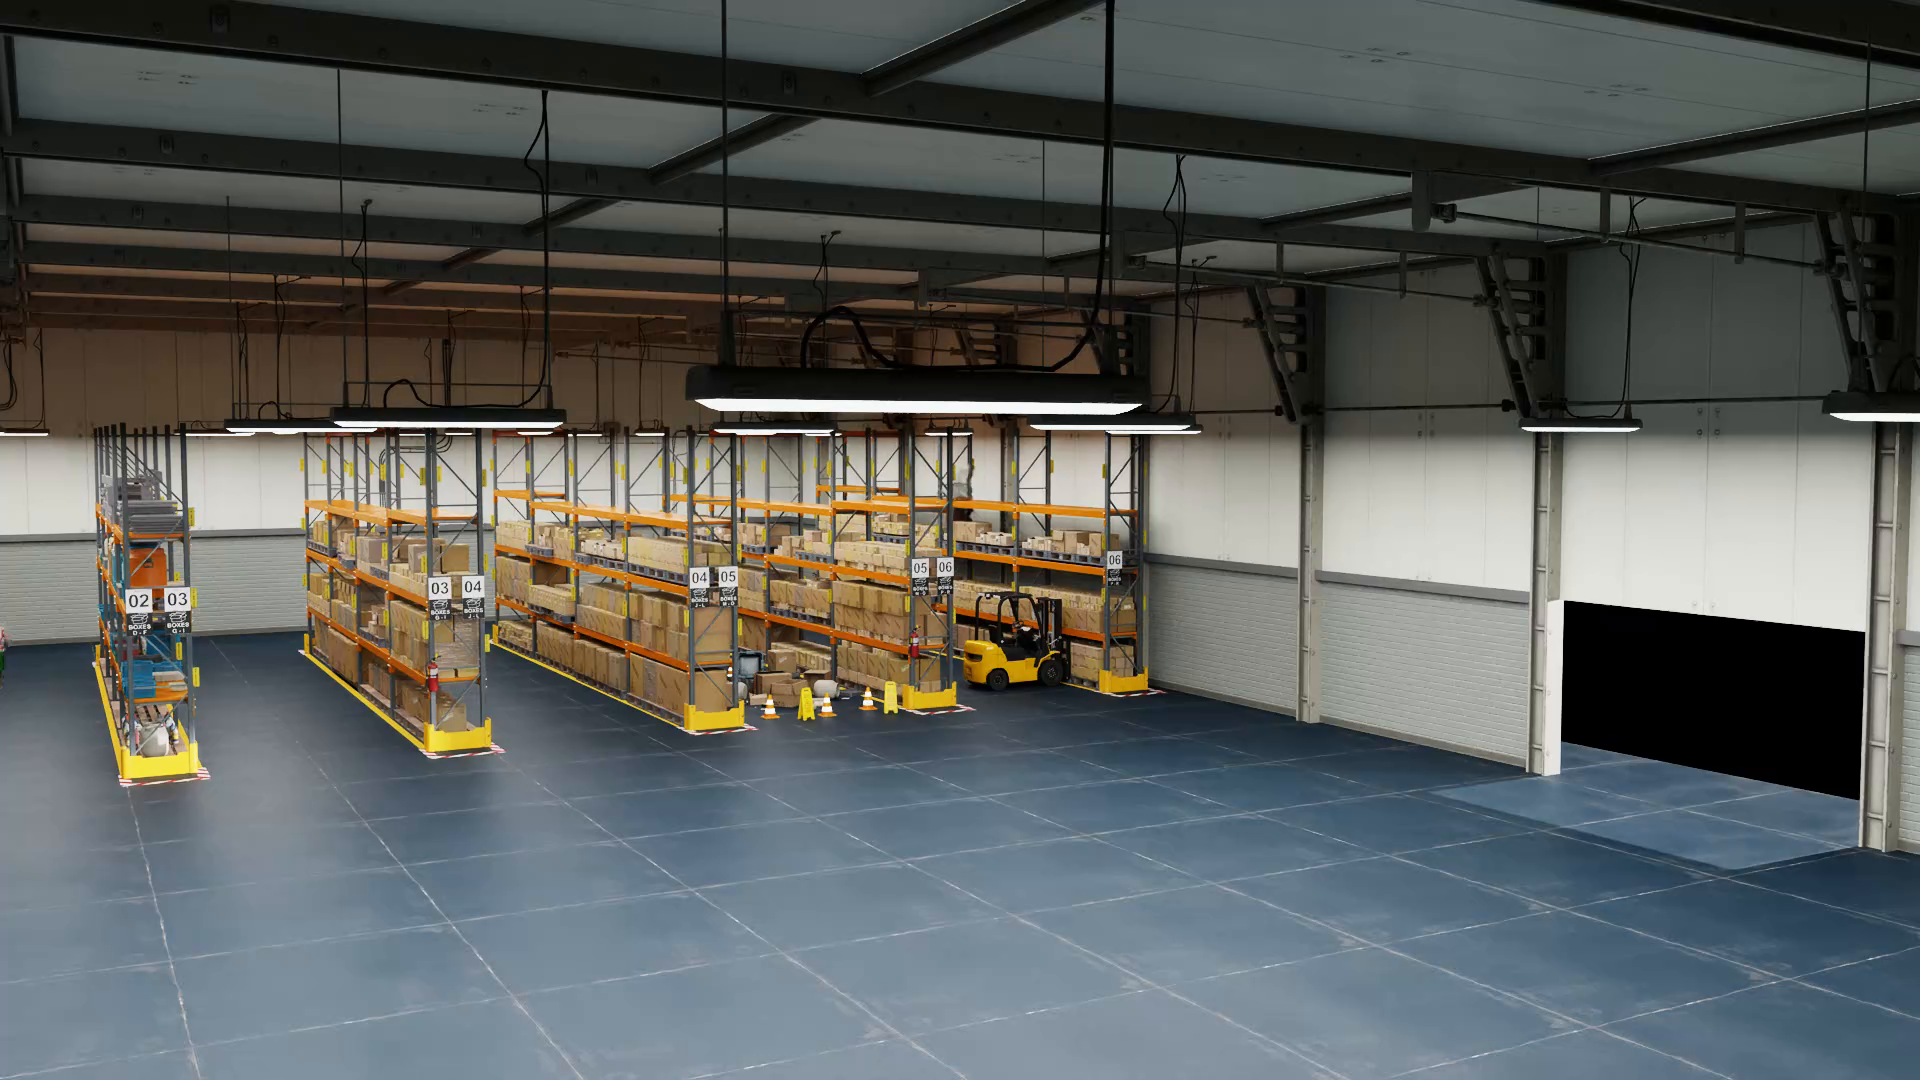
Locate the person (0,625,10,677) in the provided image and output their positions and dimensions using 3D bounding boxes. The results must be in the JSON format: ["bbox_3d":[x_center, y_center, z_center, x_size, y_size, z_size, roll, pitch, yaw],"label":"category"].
[{"bbox_3d":[-21.845,2.549,37.642,0.641,1.785,0.702,-3,5,-45],"label":"person"}]

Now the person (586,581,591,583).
[{"bbox_3d":[-10.351,2.033,46.524,0.707,1.756,0.883,-2,4,-32],"label":"person"}]
